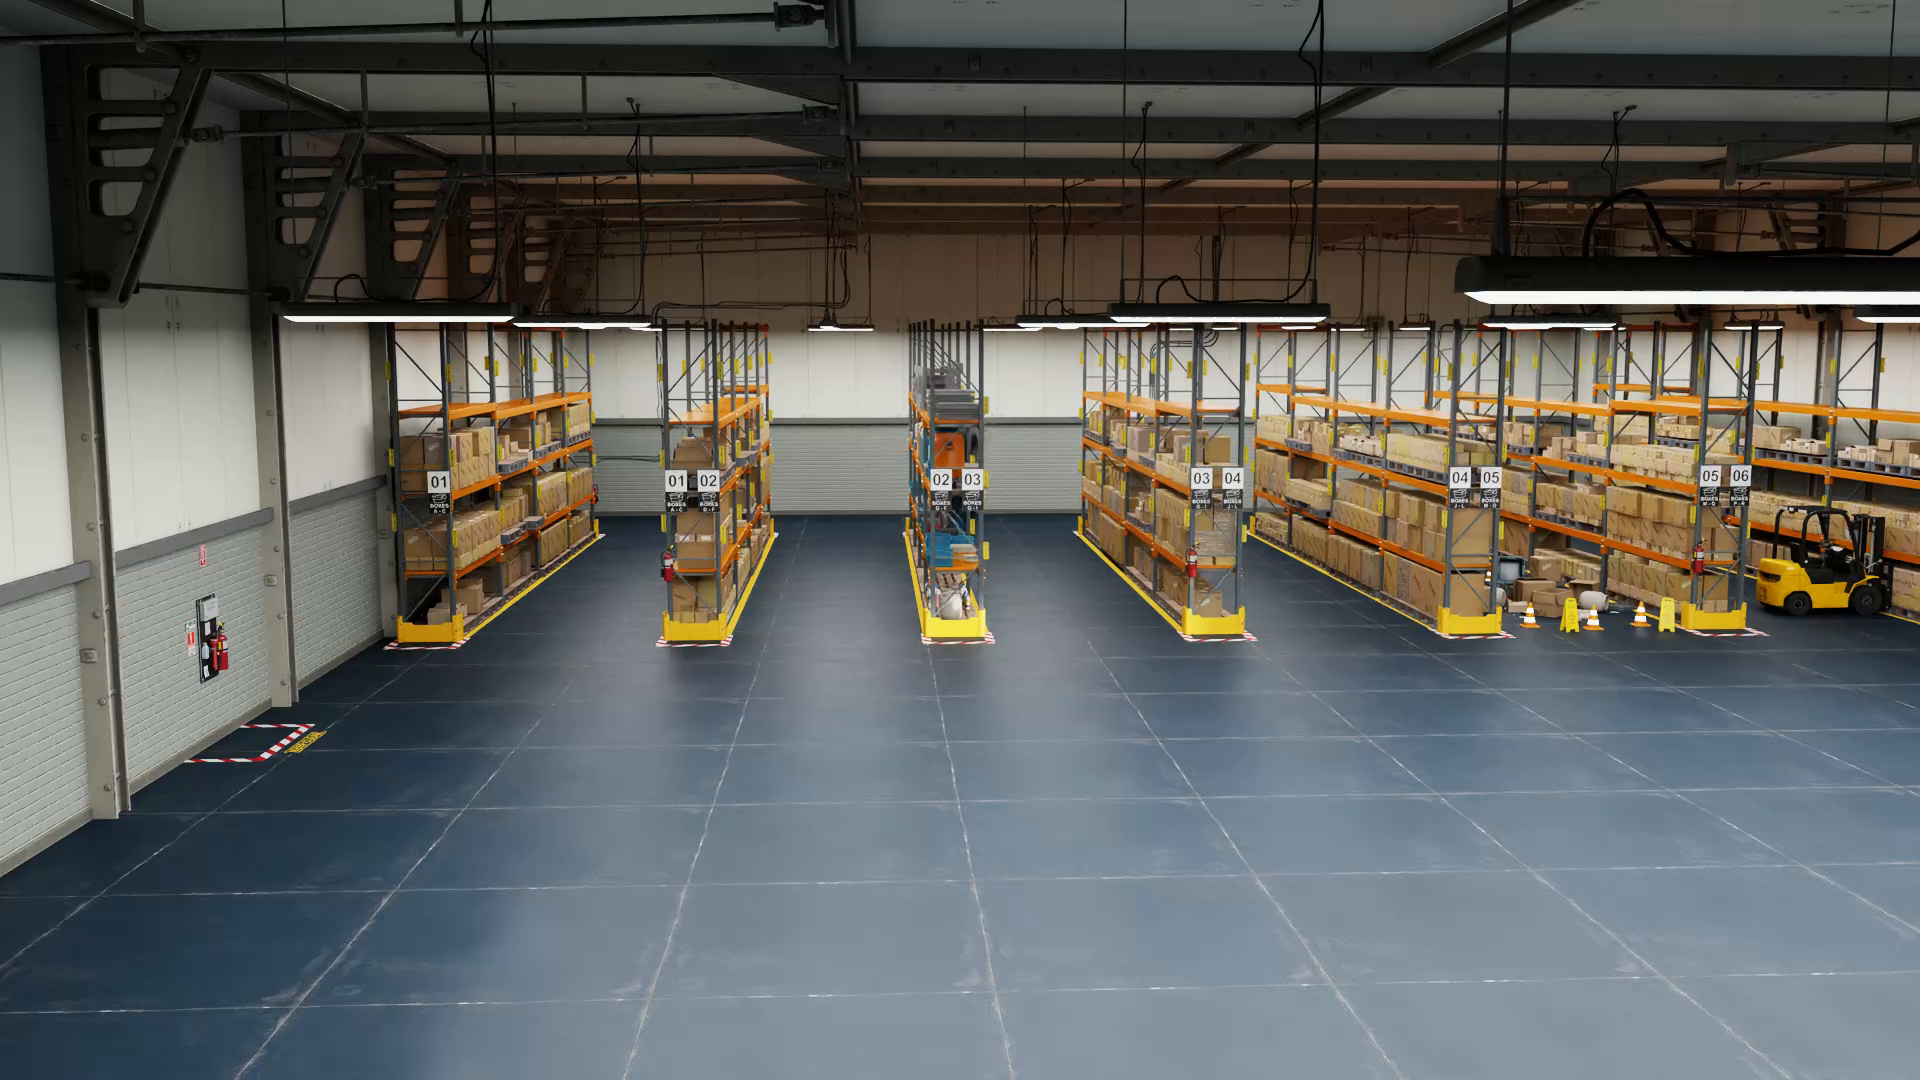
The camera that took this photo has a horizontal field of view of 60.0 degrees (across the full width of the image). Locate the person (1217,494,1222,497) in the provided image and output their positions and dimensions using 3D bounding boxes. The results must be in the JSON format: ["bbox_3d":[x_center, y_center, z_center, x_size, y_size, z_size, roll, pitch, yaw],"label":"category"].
[{"bbox_3d":[7.261,-0.951,46.861,0.663,1.803,0.878,1,7,10],"label":"person"}]

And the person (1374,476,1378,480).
[{"bbox_3d":[12.273,-1.211,49.476,0.682,1.662,0.545,0,7,-1],"label":"person"}]
